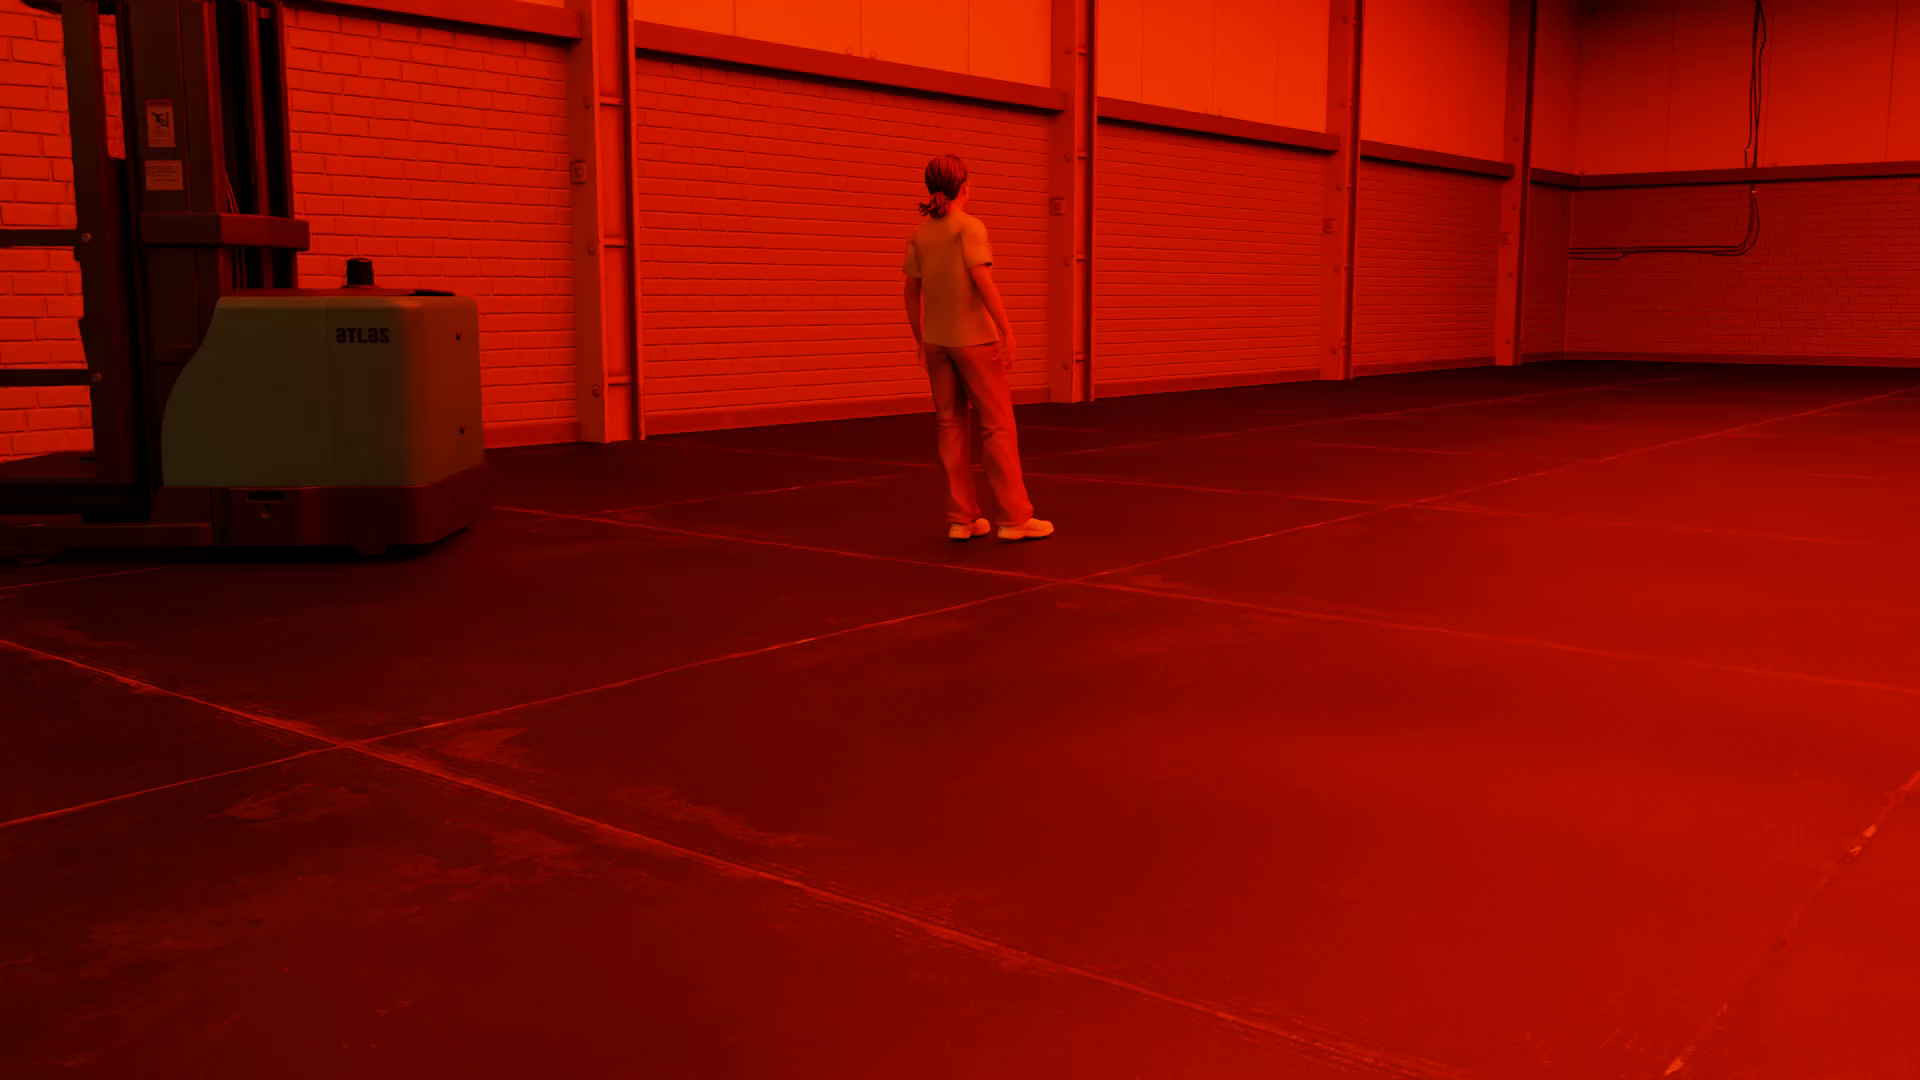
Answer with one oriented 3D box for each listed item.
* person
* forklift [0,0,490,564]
[{"bbox_3d":[0.056,-0.844,7.332,0.552,1.674,0.548,7,11,38],"label":"person"},{"bbox_3d":[-3.686,-1.429,7.050,3.031,2.935,1.130,0,8,-1],"label":"forklift"}]
